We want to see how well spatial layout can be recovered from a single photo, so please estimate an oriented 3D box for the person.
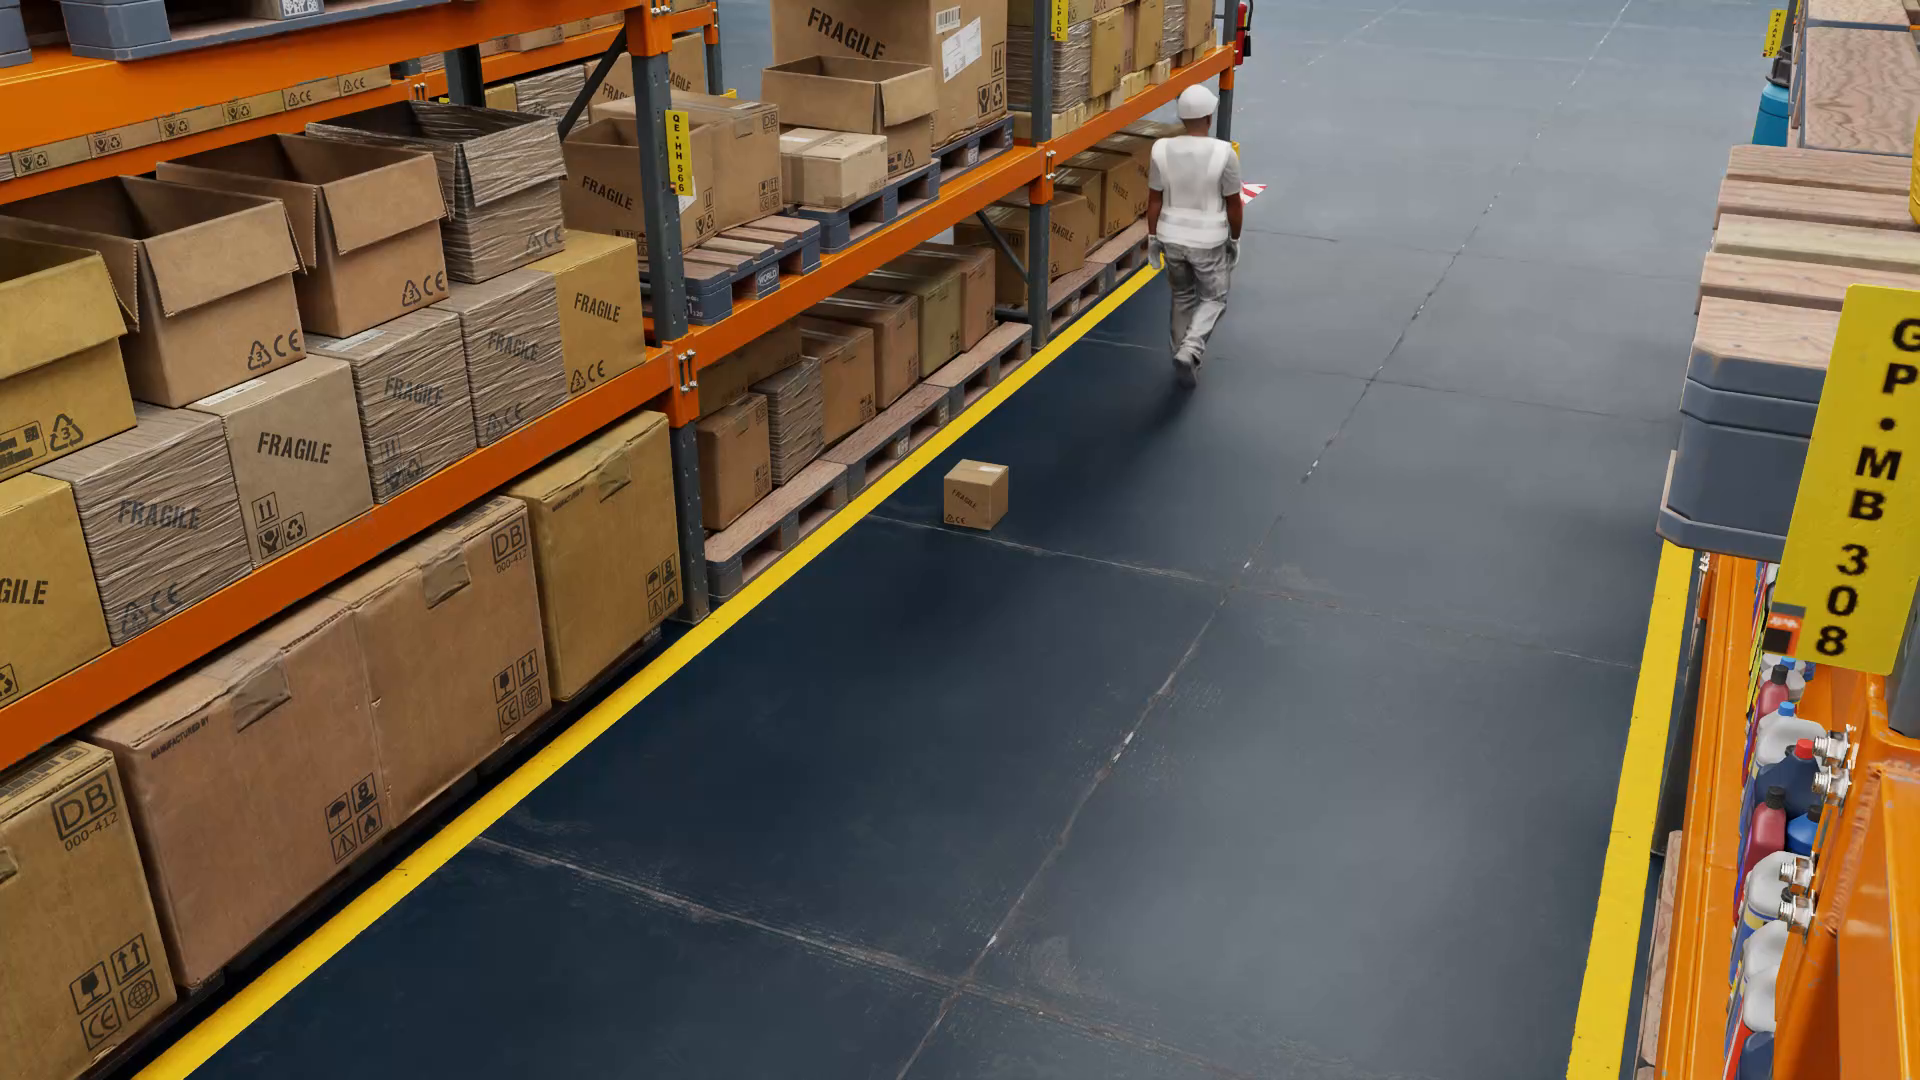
[{"bbox_3d":[1.346,-1.730,9.630,0.553,1.762,0.756,12,28,23],"label":"person"}]
